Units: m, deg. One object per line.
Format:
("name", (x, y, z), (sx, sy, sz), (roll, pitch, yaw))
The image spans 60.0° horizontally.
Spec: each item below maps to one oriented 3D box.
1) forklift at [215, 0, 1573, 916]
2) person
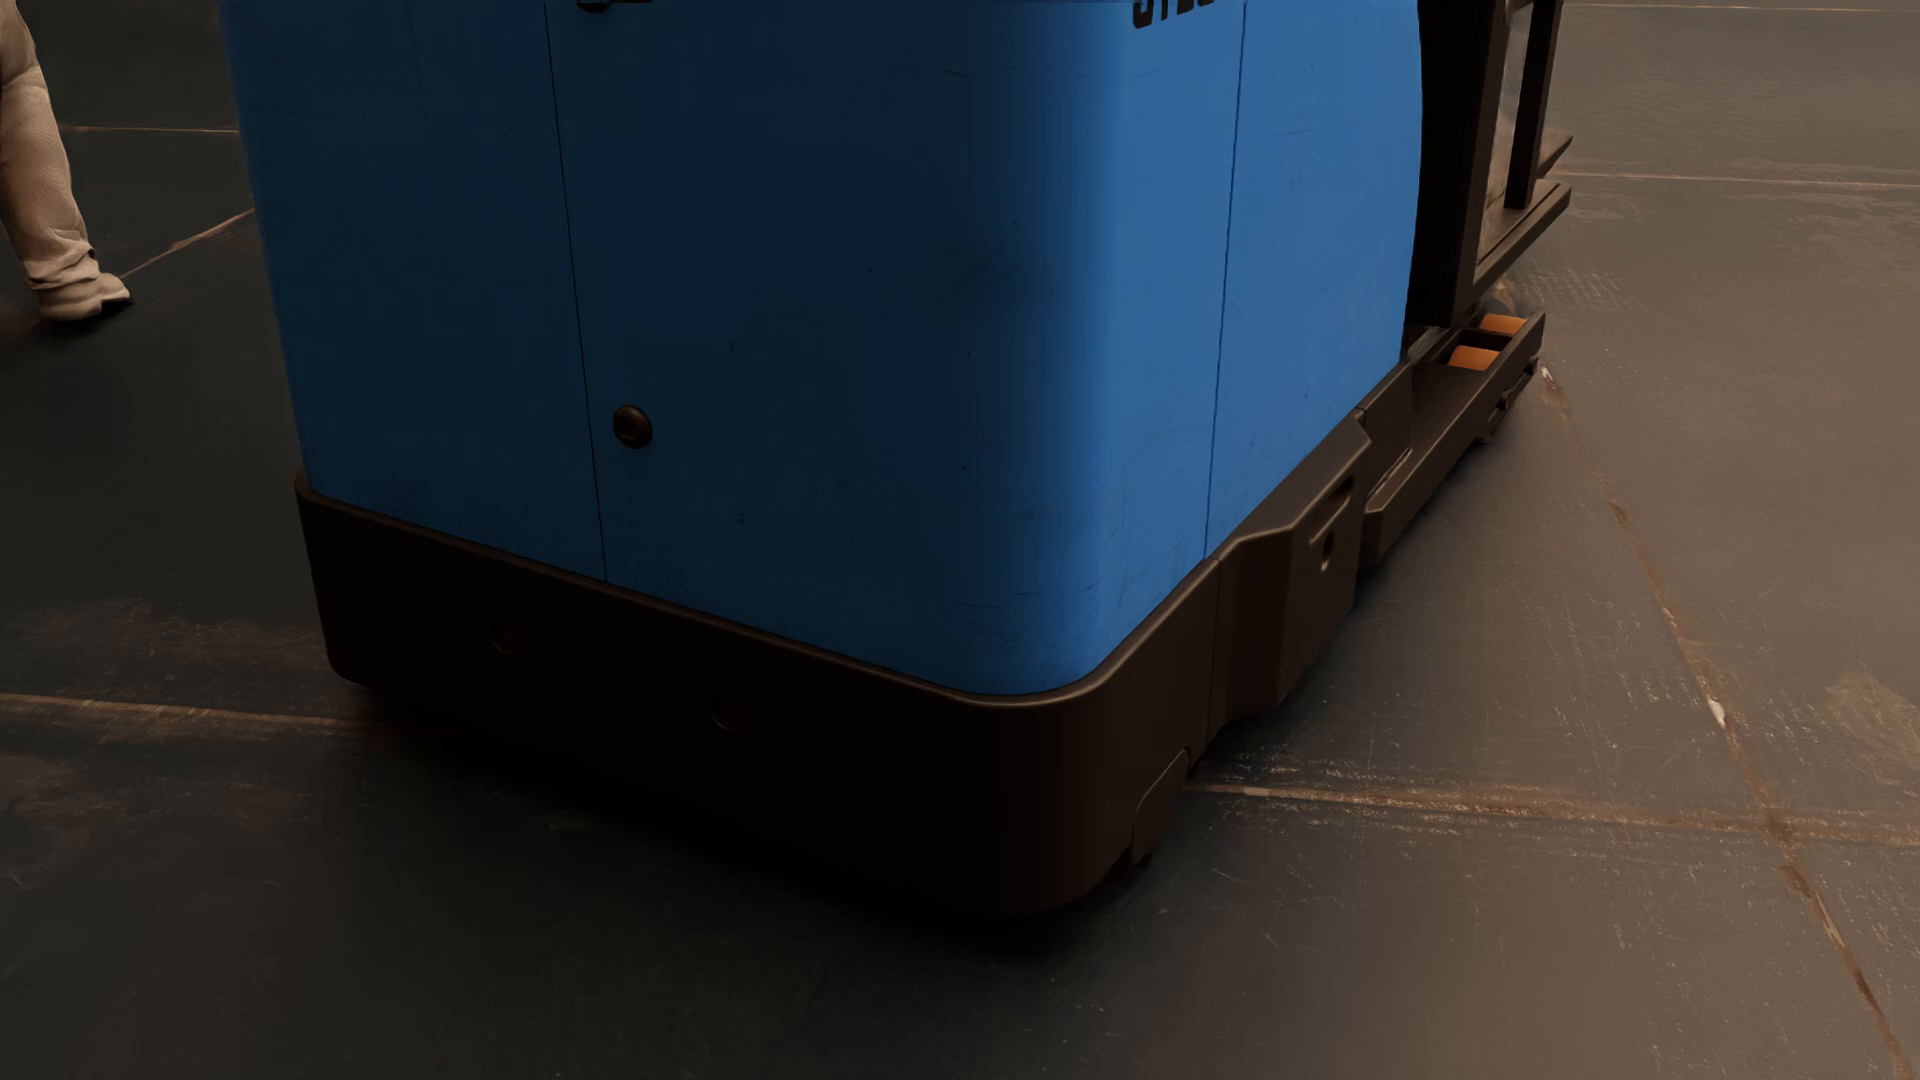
("forklift", (0.392, -1.567, 2.359), (1.130, 2.935, 3.031), (15, 30, 27))
("person", (-1.930, -1.114, 3.089), (0.837, 1.477, 0.991), (-8, 28, -15))
